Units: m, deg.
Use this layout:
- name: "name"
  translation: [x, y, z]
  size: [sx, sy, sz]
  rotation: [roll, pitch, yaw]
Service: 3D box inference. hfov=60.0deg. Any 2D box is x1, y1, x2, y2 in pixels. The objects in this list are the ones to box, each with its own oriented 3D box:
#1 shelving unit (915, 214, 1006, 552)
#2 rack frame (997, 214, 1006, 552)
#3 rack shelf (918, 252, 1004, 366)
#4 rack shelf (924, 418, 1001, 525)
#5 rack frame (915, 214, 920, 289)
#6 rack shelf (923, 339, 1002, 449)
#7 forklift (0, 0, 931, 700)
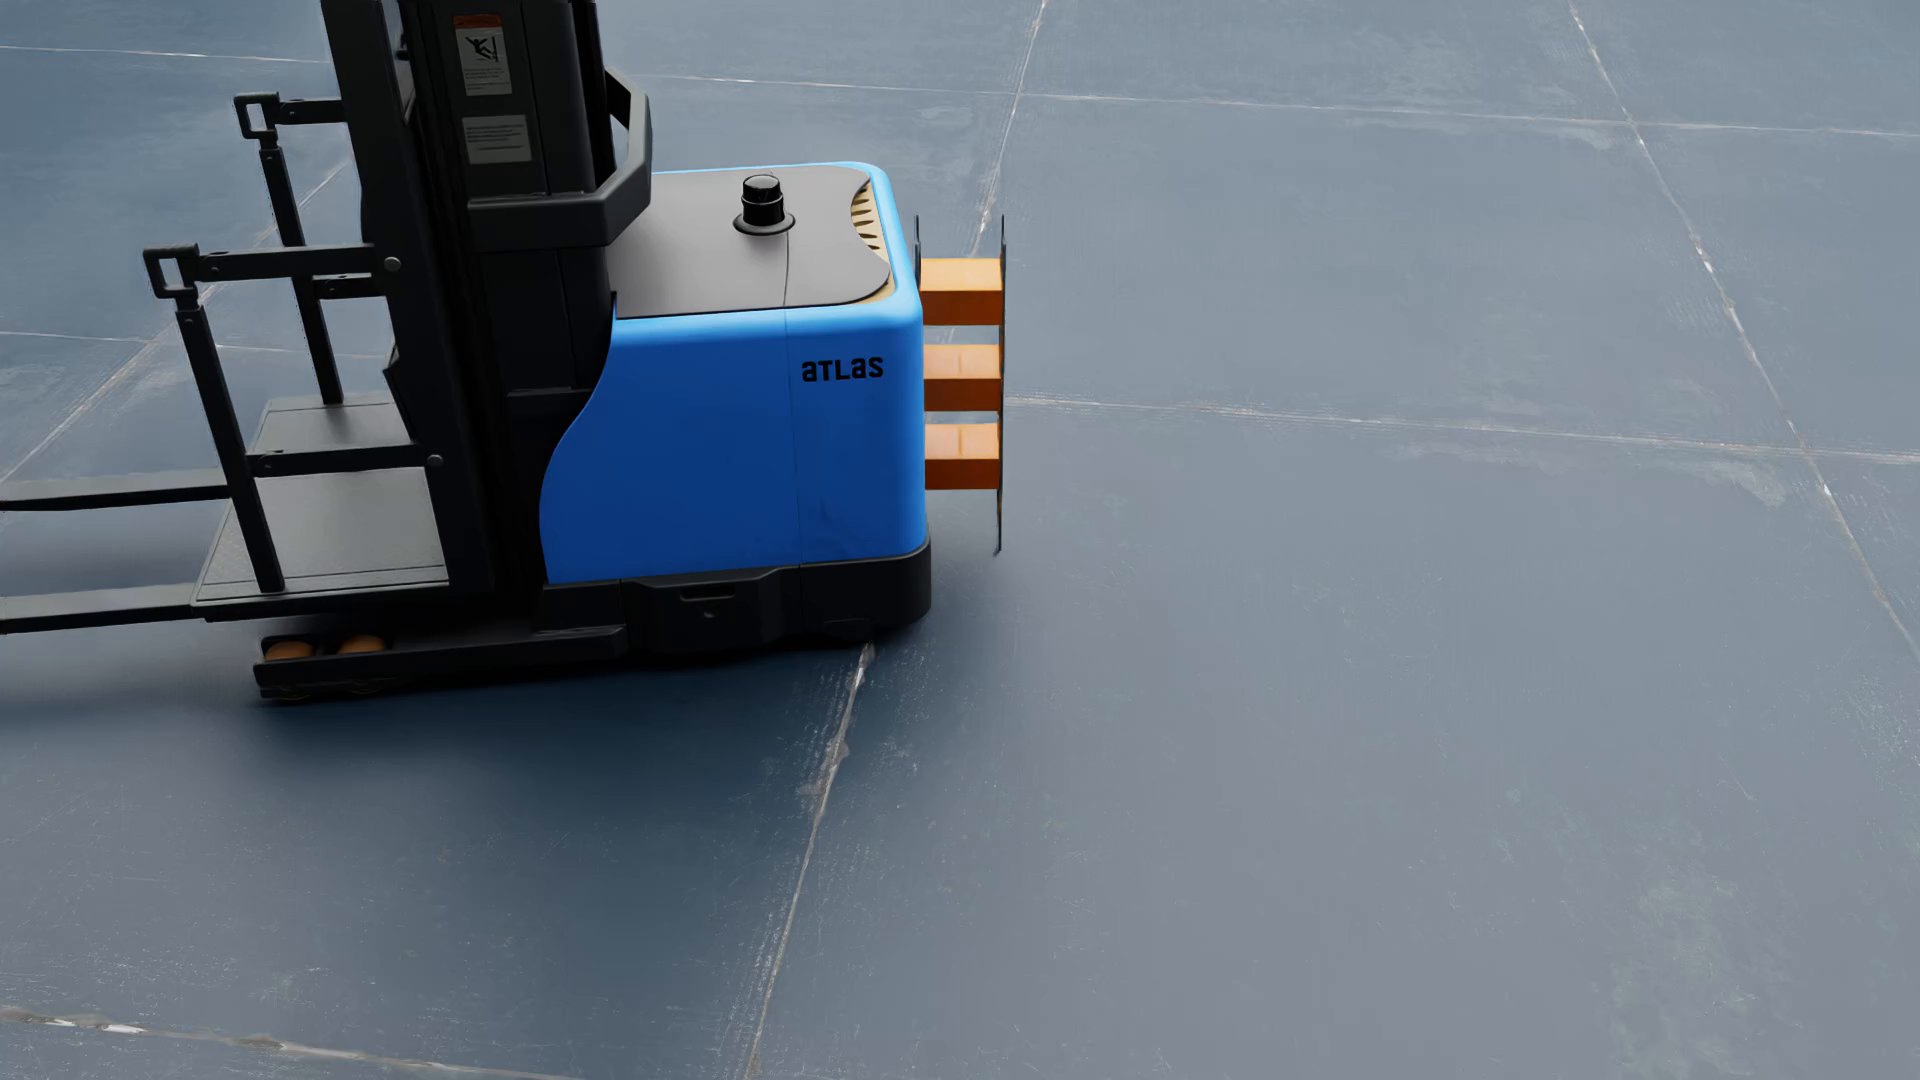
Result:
- name: "shelving unit"
  translation: [0.001, -0.446, 4.971]
  size: [0.252, 1.050, 0.215]
  rotation: [0, 36, 0]
- name: "rack frame"
  translation: [0.123, -0.447, 4.972]
  size: [0.008, 1.050, 0.200]
  rotation: [0, 36, 0]
- name: "rack shelf"
  translation: [0.001, -0.668, 4.812]
  size: [0.240, 0.259, 0.215]
  rotation: [0, 36, 0]
- name: "rack shelf"
  translation: [0.001, -0.211, 5.139]
  size: [0.240, 0.259, 0.215]
  rotation: [0, 36, 0]
- name: "rack frame"
  translation: [-0.121, -0.445, 4.970]
  size: [0.008, 1.050, 0.200]
  rotation: [0, 36, 0]
- name: "rack shelf"
  translation: [0.001, -0.437, 4.977]
  size: [0.240, 0.259, 0.215]
  rotation: [0, 36, 0]
- name: "forklift"
  translation: [-1.643, -1.075, 4.234]
  size: [3.031, 2.935, 1.130]
  rotation: [-5, 36, -6]
